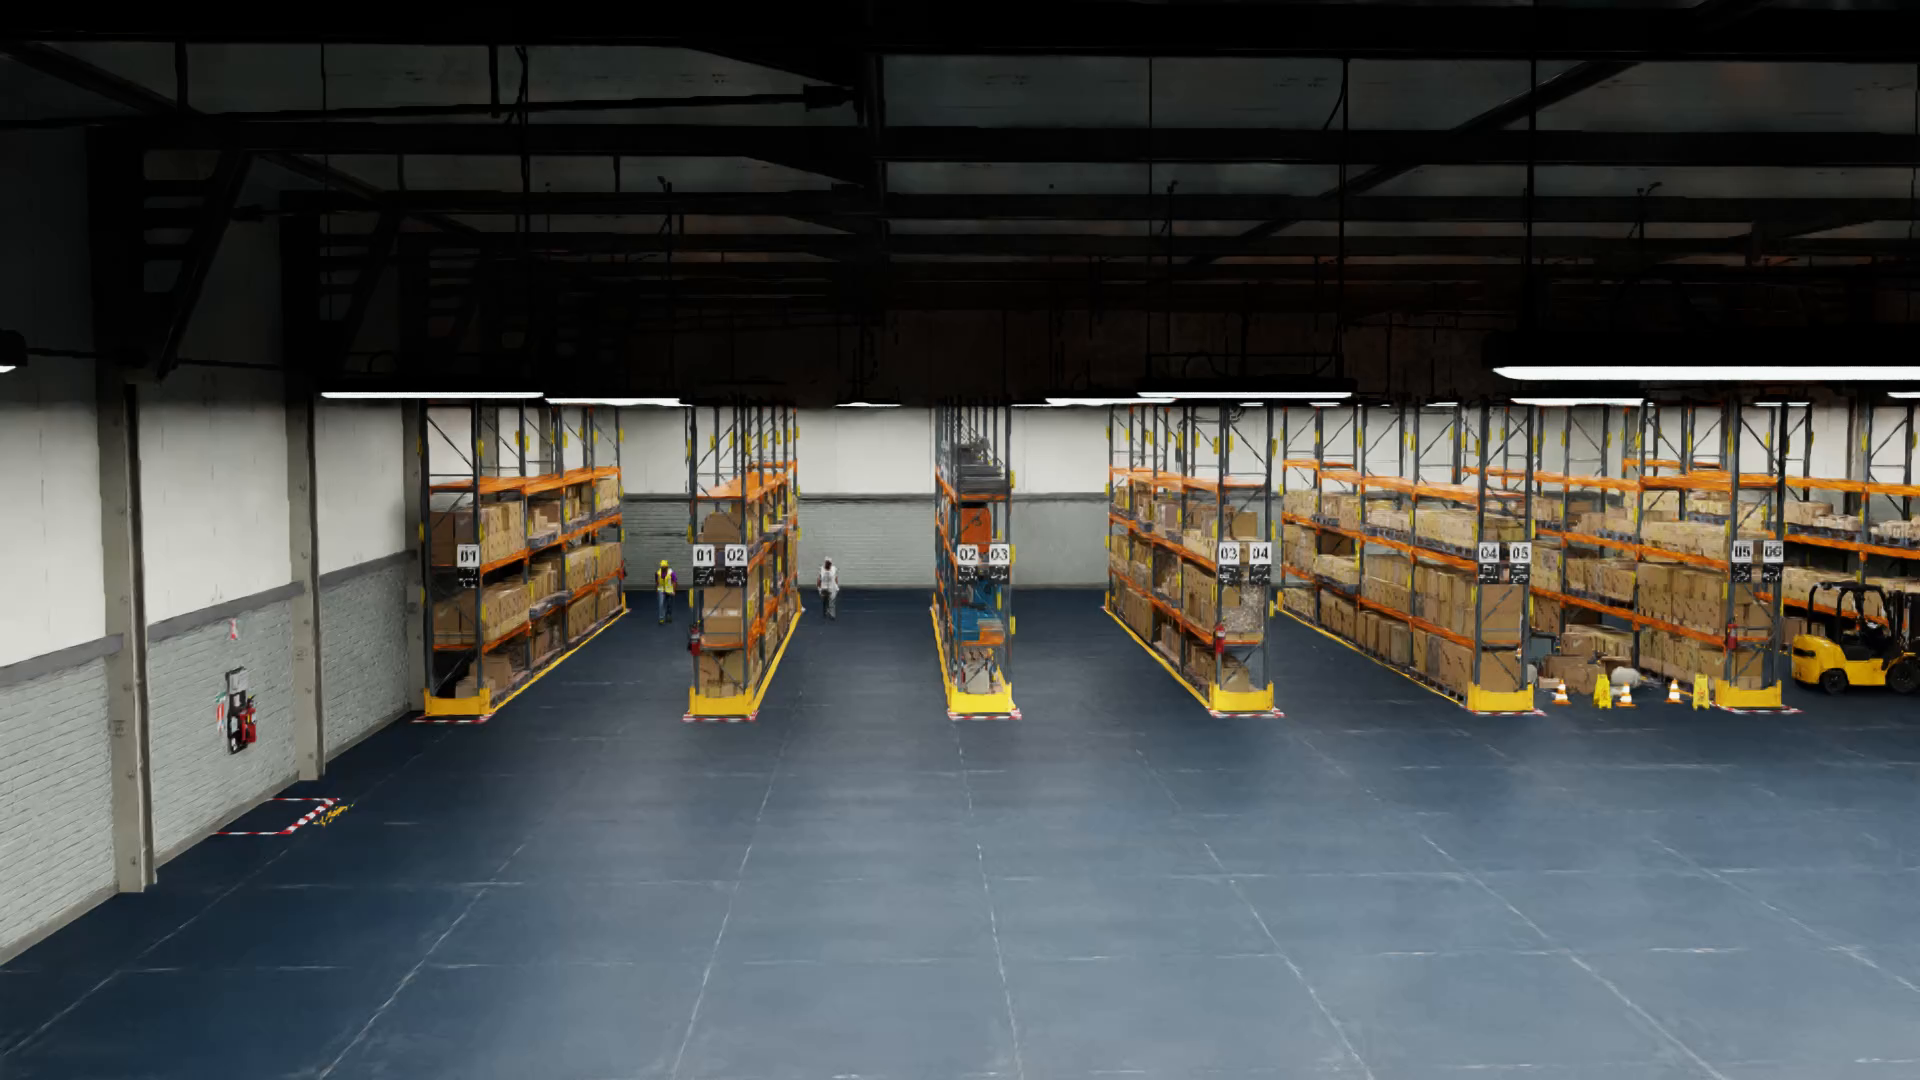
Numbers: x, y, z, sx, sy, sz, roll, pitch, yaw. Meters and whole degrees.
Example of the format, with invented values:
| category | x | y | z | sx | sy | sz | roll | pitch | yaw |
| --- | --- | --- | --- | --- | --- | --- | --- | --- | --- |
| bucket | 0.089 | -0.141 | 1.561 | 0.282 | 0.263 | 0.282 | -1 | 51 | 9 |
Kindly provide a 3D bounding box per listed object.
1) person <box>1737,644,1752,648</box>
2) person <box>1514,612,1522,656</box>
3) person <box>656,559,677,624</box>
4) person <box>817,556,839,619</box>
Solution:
| category | x | y | z | sx | sy | sz | roll | pitch | yaw |
| --- | --- | --- | --- | --- | --- | --- | --- | --- | --- |
| person | 16.729 | 2.018 | 35.569 | 0.505 | 1.788 | 0.640 | -3 | 5 | -33 |
| person | 12.750 | 1.886 | 38.036 | 0.520 | 1.672 | 0.560 | 2 | 5 | 26 |
| person | -7.872 | 1.366 | 44.520 | 0.591 | 1.716 | 1.042 | 0 | 5 | -3 |
| person | -3.615 | 1.287 | 45.392 | 0.559 | 1.706 | 1.122 | 0 | 4 | 0 |
